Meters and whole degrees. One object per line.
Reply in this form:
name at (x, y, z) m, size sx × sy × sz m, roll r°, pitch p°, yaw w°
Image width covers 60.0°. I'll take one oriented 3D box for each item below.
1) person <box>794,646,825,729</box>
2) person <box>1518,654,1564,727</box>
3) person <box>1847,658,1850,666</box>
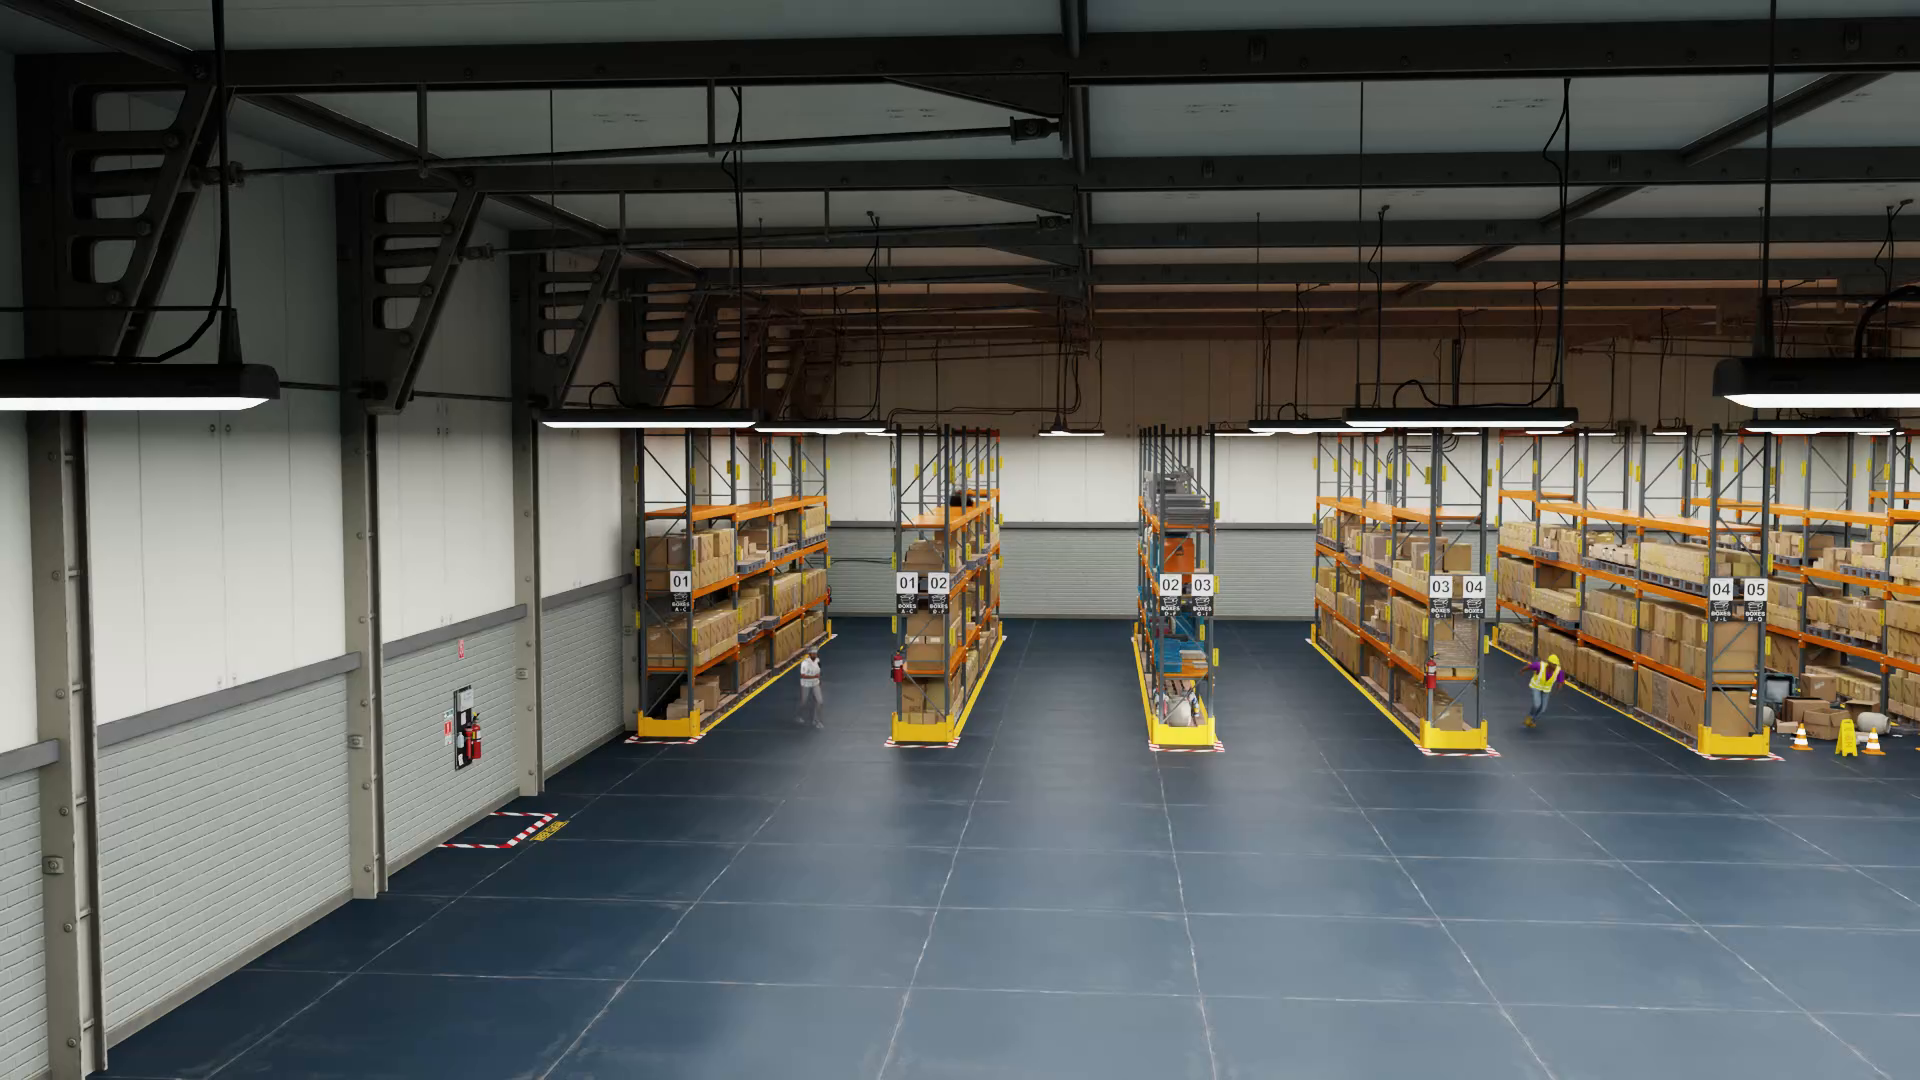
person at (-2.970, 2.904, 32.965) m, size 0.576 × 1.664 × 0.953 m, roll -2°, pitch 4°, yaw -34°
person at (11.446, 2.962, 32.623) m, size 0.683 × 1.517 × 1.024 m, roll 0°, pitch 3°, yaw -4°
person at (21.736, 2.414, 41.244) m, size 0.602 × 1.625 × 0.789 m, roll -1°, pitch 4°, yaw -10°
